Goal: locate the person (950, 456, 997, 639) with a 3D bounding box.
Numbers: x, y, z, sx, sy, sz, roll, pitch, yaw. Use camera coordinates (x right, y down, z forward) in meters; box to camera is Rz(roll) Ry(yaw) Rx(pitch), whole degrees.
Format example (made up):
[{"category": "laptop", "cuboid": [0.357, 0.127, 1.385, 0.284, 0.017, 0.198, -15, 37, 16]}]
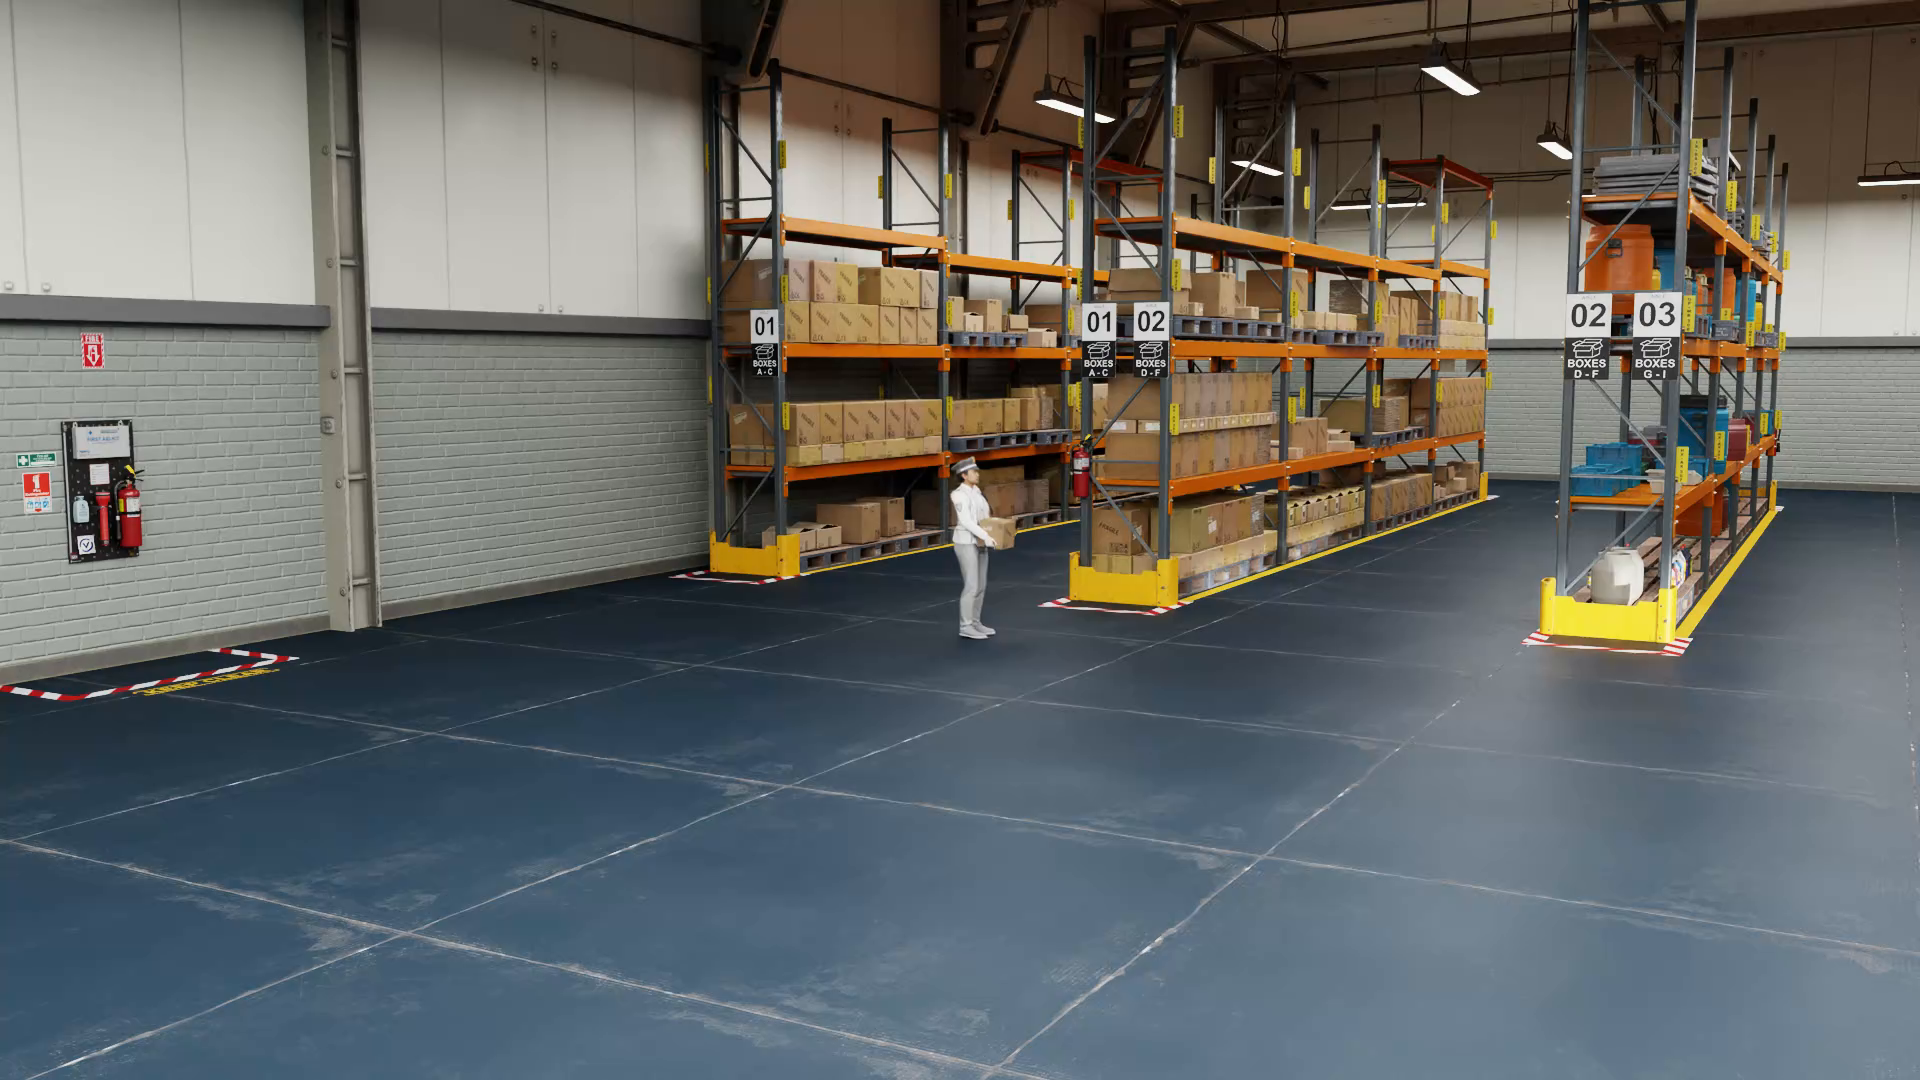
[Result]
[{"category": "person", "cuboid": [0.169, 0.063, 15.615, 0.554, 1.695, 0.467, 3, 7, 28]}]
